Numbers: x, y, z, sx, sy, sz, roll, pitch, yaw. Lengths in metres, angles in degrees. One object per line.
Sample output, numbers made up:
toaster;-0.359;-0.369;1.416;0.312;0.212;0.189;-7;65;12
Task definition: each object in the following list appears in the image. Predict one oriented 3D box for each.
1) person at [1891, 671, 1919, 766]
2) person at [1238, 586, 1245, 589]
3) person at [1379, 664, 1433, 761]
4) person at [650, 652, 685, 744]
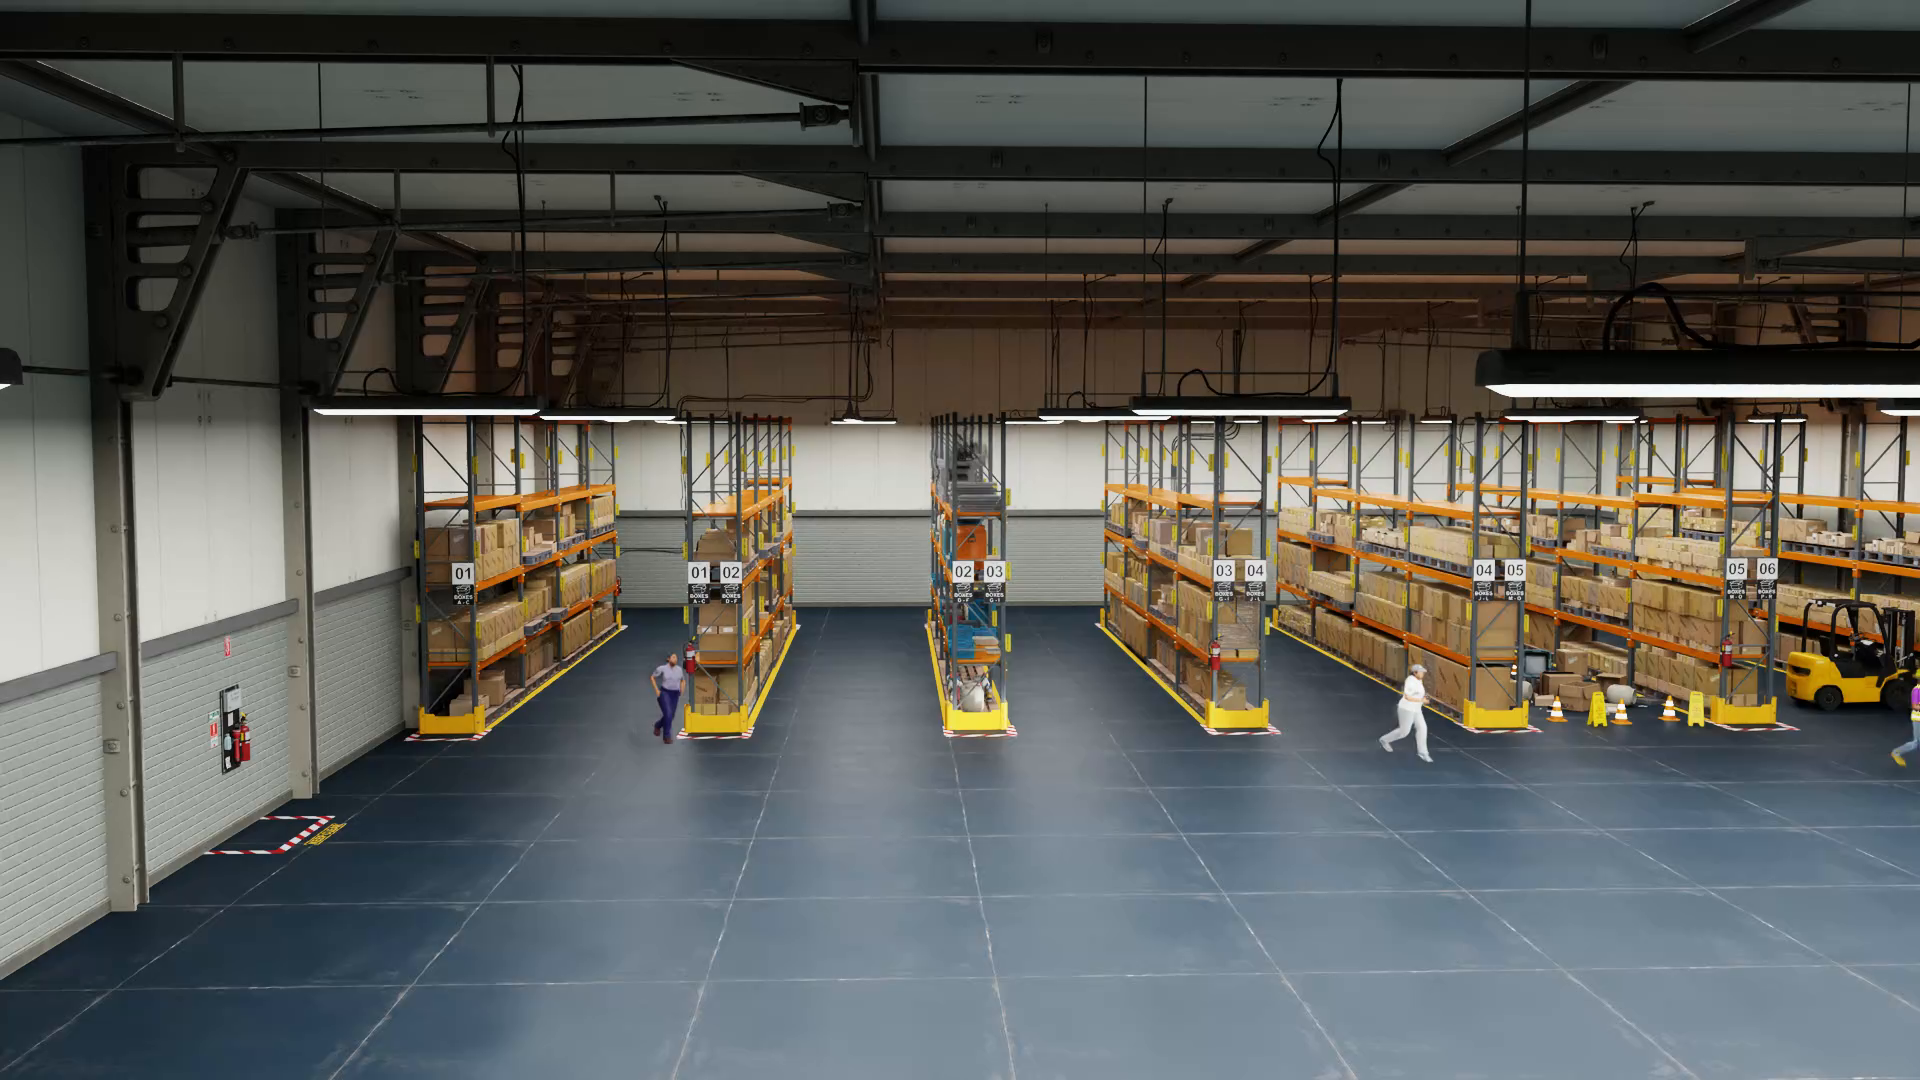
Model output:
person;15.803;2.999;27.325;0.731;1.812;0.937;-3;5;-35
person;8.019;1.567;47.922;0.729;1.810;0.793;4;5;44
person;7.724;2.968;28.714;0.948;1.682;0.638;3;5;33
person;-5.313;2.865;30.348;0.628;1.637;0.715;-4;5;-42
